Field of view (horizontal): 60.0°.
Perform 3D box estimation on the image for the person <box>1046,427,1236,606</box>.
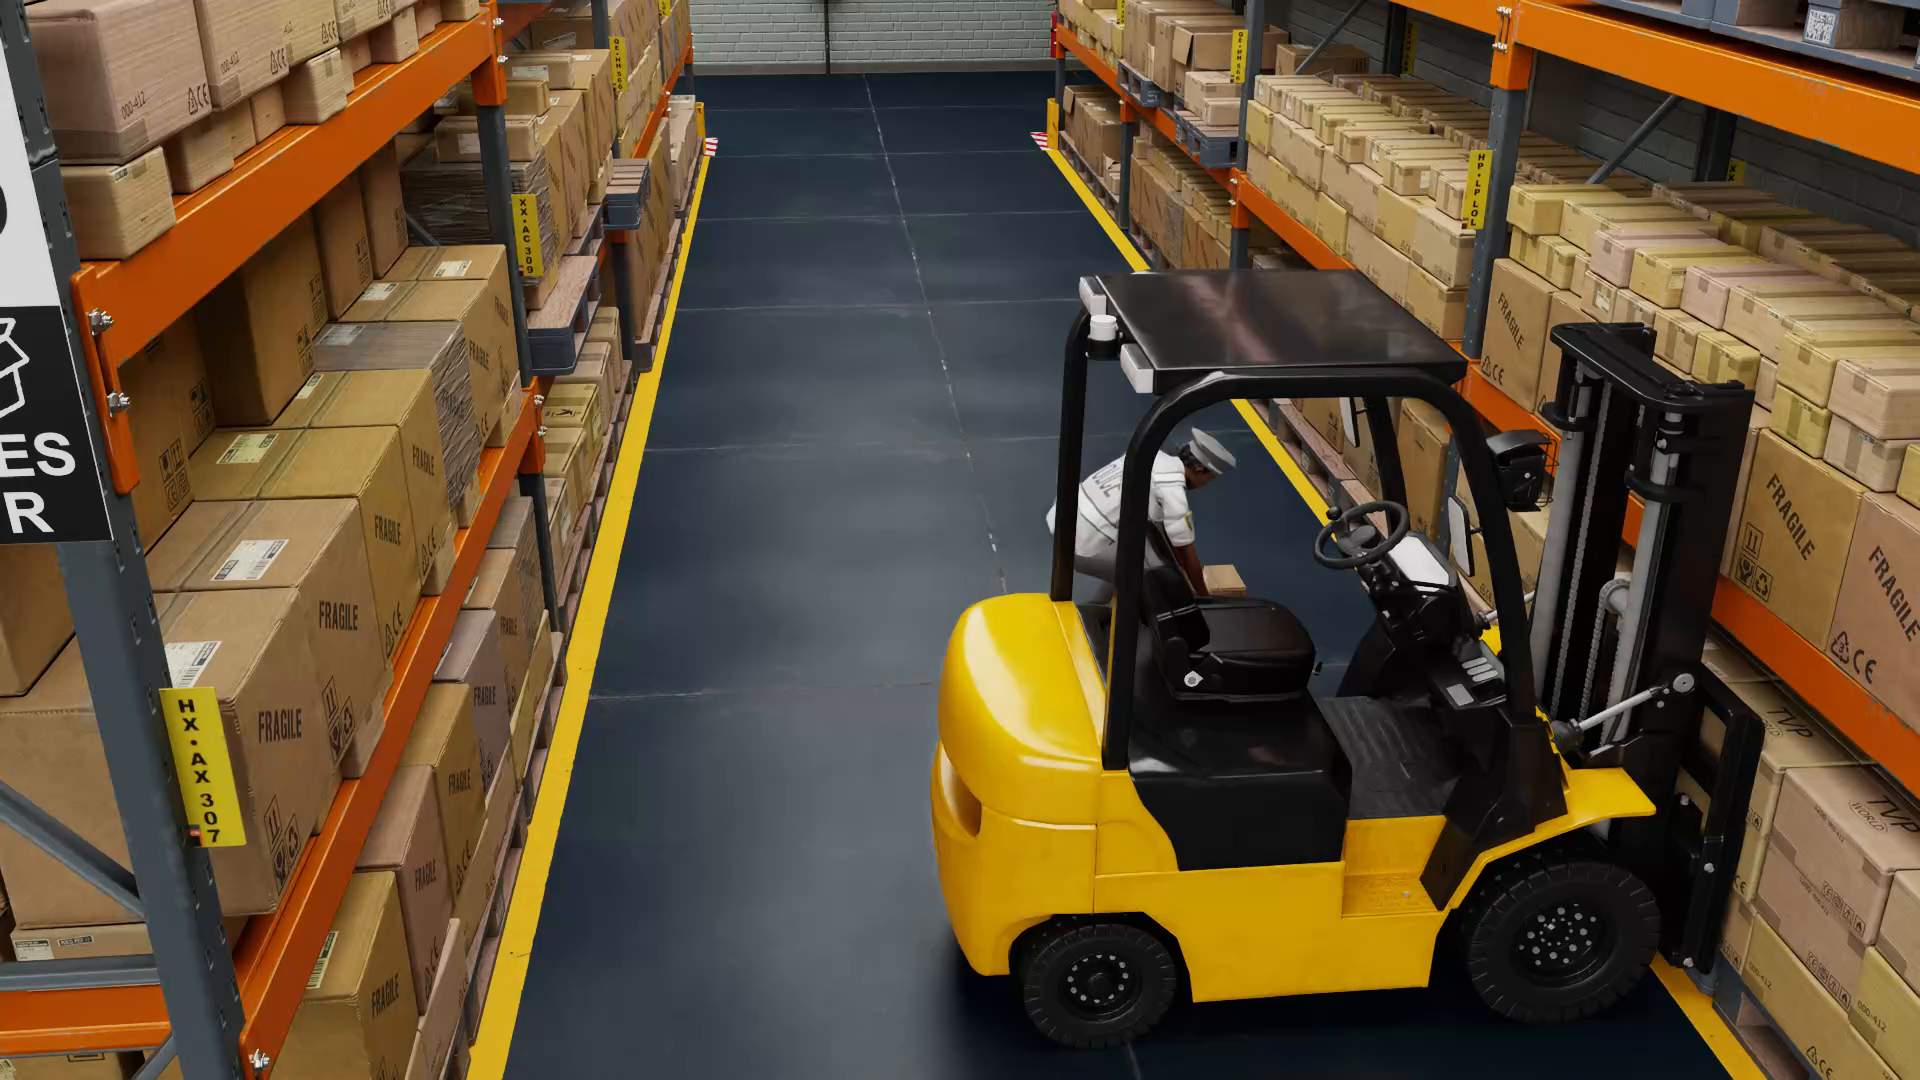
[{"bbox_3d":[0.819,-0.020,7.538,0.859,0.948,0.484,-2,24,-5],"label":"person"}]
